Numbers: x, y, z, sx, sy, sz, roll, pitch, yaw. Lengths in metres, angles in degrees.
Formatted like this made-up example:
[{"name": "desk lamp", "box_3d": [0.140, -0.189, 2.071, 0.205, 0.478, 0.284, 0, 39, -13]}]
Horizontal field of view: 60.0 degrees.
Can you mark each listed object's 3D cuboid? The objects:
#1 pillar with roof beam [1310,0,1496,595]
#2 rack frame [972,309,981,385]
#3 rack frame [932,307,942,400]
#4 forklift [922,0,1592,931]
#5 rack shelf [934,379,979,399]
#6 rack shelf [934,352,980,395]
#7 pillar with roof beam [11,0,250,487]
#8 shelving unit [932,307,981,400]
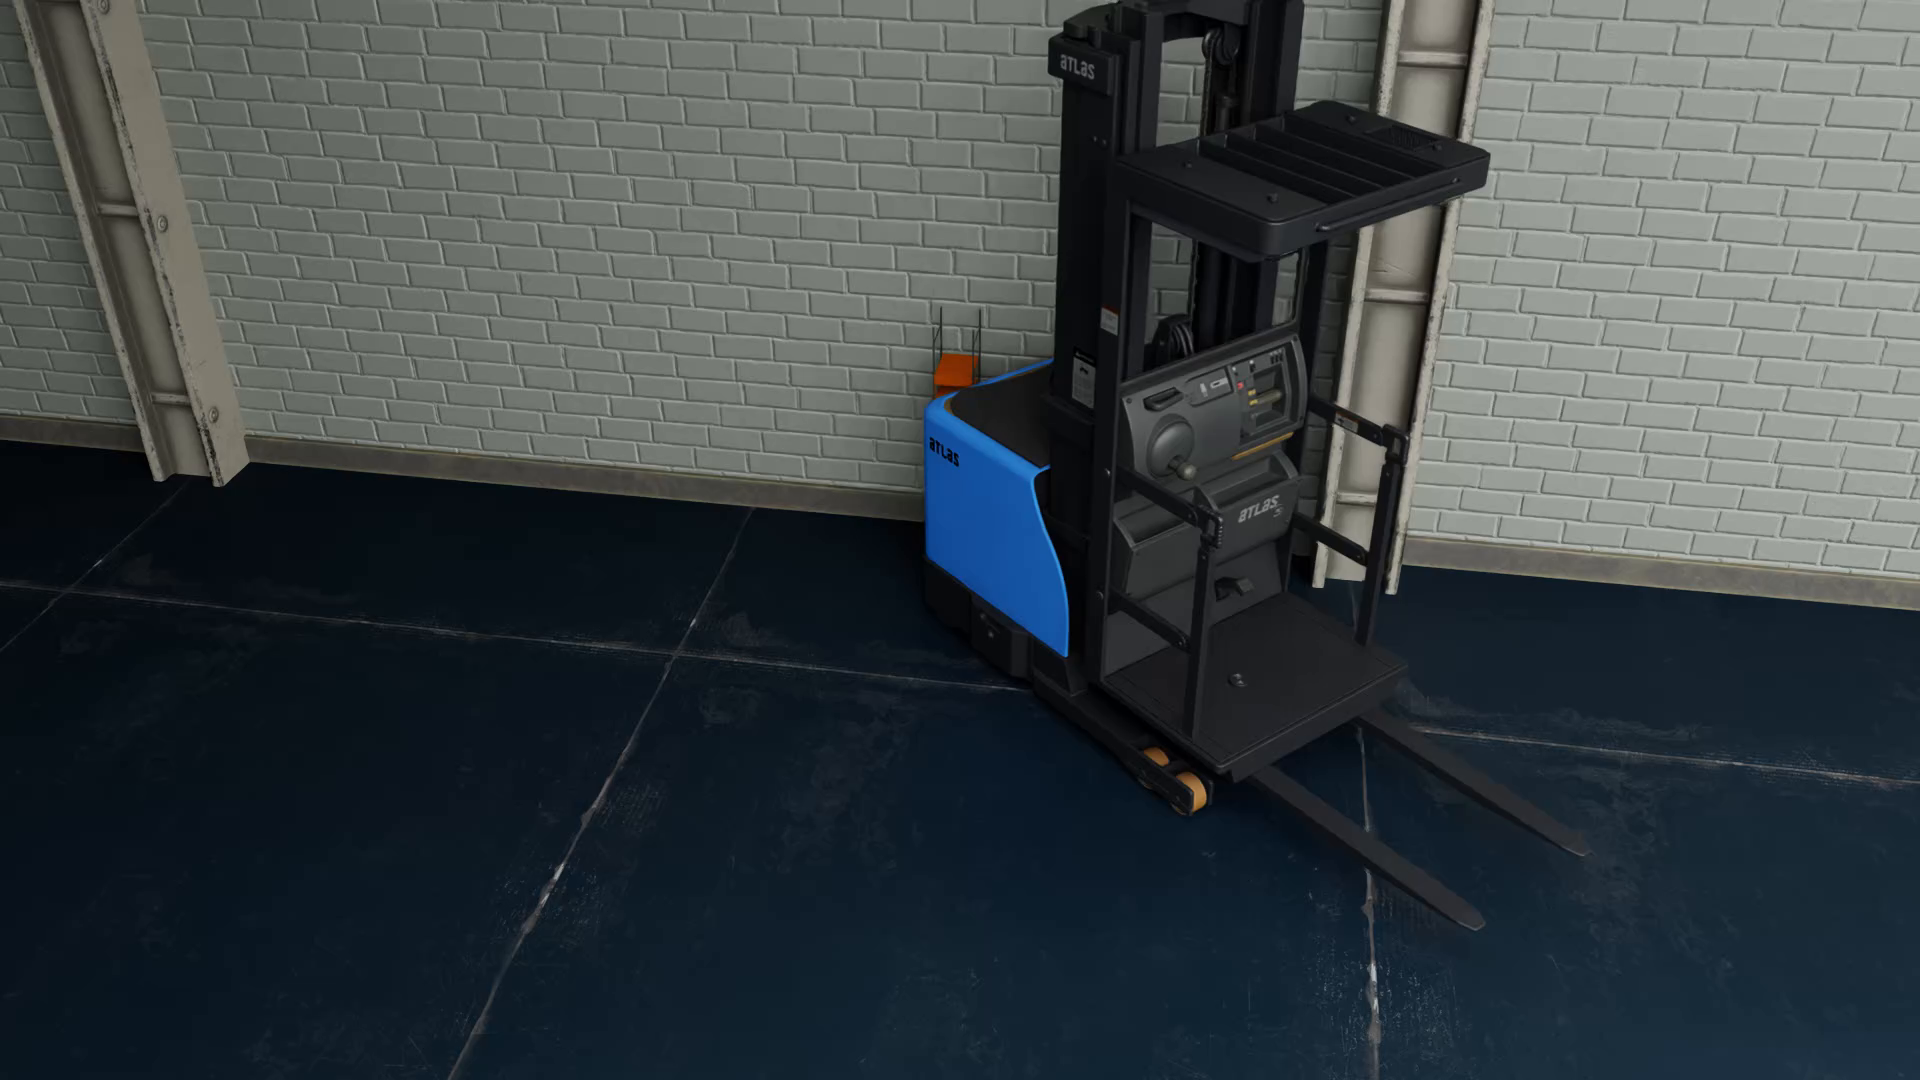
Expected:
[{"name": "pillar with roof beam", "box_3d": [1.164, -1.403, 2.010, 0.400, 9.000, 9.100, 5, 32, 8]}, {"name": "rack frame", "box_3d": [0.077, -0.498, 7.914, 0.006, 1.200, 0.240, 5, 32, 7]}, {"name": "rack frame", "box_3d": [-0.104, -0.512, 7.937, 0.006, 1.200, 0.240, 5, 32, 7]}, {"name": "forklift", "box_3d": [1.115, -0.462, 6.226, 1.130, 2.935, 3.031, -22, 38, -31]}, {"name": "rack shelf", "box_3d": [-0.014, -0.671, 7.822, 0.180, 0.103, 0.258, 5, 32, 7]}, {"name": "rack shelf", "box_3d": [-0.014, -0.772, 7.758, 0.180, 0.103, 0.258, 5, 32, 7]}, {"name": "pillar with roof beam", "box_3d": [-4.750, -1.939, 2.866, 0.400, 9.000, 9.100, 5, 32, 8]}, {"name": "shelving unit", "box_3d": [-0.014, -0.505, 7.926, 0.189, 1.200, 0.258, 5, 32, 7]}]
